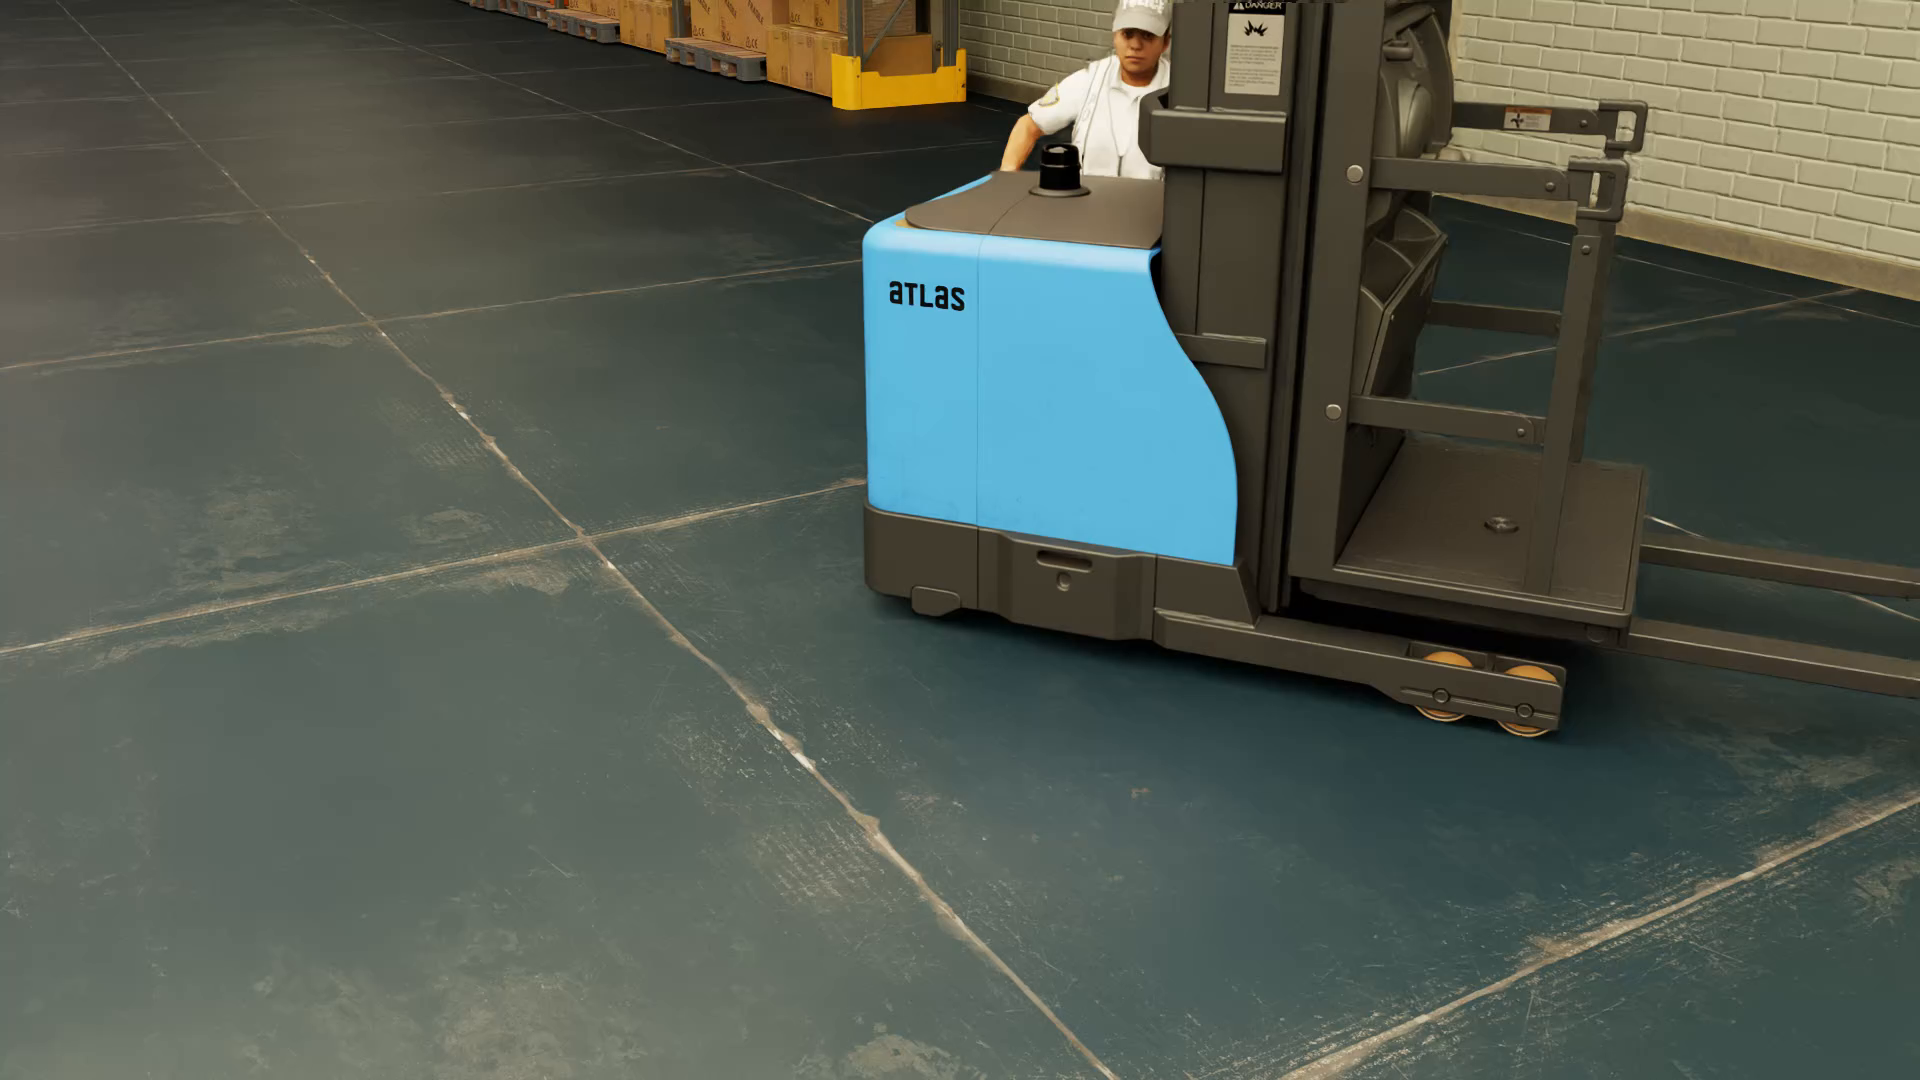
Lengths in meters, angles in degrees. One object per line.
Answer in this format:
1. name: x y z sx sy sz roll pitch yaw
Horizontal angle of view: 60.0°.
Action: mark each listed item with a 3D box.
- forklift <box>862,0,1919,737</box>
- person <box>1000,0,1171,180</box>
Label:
1. forklift: 1.298 -1.113 3.987 3.031 2.935 1.130 9 24 21
2. person: 0.532 -0.920 5.307 0.890 1.591 0.665 7 23 17
